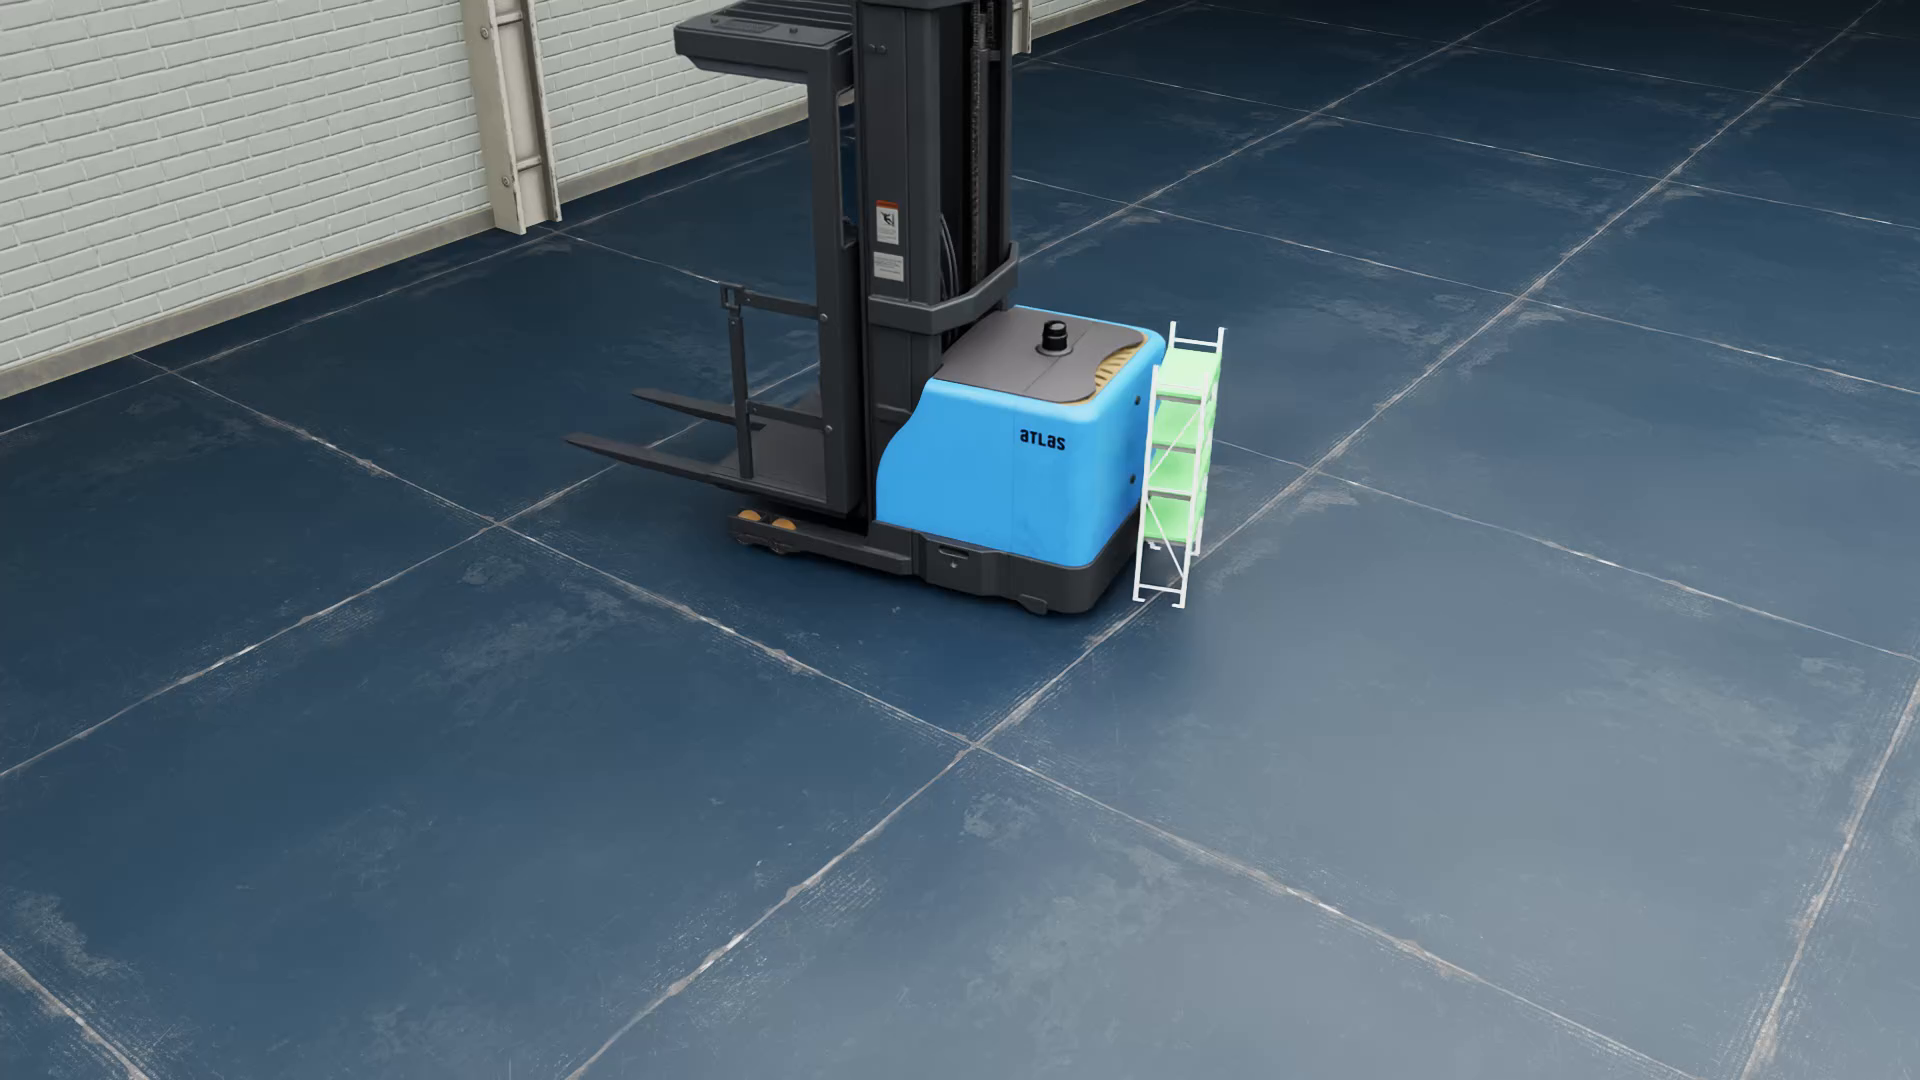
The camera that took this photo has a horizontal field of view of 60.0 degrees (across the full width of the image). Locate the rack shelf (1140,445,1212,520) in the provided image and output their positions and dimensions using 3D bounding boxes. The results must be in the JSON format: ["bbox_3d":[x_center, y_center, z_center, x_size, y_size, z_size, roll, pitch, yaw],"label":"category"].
[{"bbox_3d":[0.999,-0.283,7.671,0.258,0.148,0.480,9,32,12],"label":"rack shelf"}]

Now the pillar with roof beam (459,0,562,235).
[{"bbox_3d":[0.271,-4.867,7.636,9.100,9.000,0.400,21,37,31],"label":"pillar with roof beam"}]

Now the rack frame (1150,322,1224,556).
[{"bbox_3d":[1.064,-0.458,7.840,0.240,1.200,0.015,9,32,12],"label":"rack frame"}]

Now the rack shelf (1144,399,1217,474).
[{"bbox_3d":[1.004,-0.489,7.547,0.258,0.148,0.480,9,32,12],"label":"rack shelf"}]

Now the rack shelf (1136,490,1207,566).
[{"bbox_3d":[0.994,-0.077,7.794,0.258,0.148,0.480,9,32,12],"label":"rack shelf"}]

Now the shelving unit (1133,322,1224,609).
[{"bbox_3d":[1.000,-0.338,7.638,0.258,1.200,0.503,9,32,12],"label":"shelving unit"}]

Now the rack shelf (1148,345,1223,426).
[{"bbox_3d":[1.008,-0.695,7.424,0.258,0.148,0.480,9,32,12],"label":"rack shelf"}]

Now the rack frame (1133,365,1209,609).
[{"bbox_3d":[0.937,-0.218,7.435,0.240,1.200,0.015,9,32,12],"label":"rack frame"}]

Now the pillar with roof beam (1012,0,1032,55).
[{"bbox_3d":[3.893,-7.306,11.751,9.100,9.000,0.400,21,37,31],"label":"pillar with roof beam"}]

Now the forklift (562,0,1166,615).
[{"bbox_3d":[-0.578,-1.422,7.774,3.031,2.935,1.130,14,33,22],"label":"forklift"}]
